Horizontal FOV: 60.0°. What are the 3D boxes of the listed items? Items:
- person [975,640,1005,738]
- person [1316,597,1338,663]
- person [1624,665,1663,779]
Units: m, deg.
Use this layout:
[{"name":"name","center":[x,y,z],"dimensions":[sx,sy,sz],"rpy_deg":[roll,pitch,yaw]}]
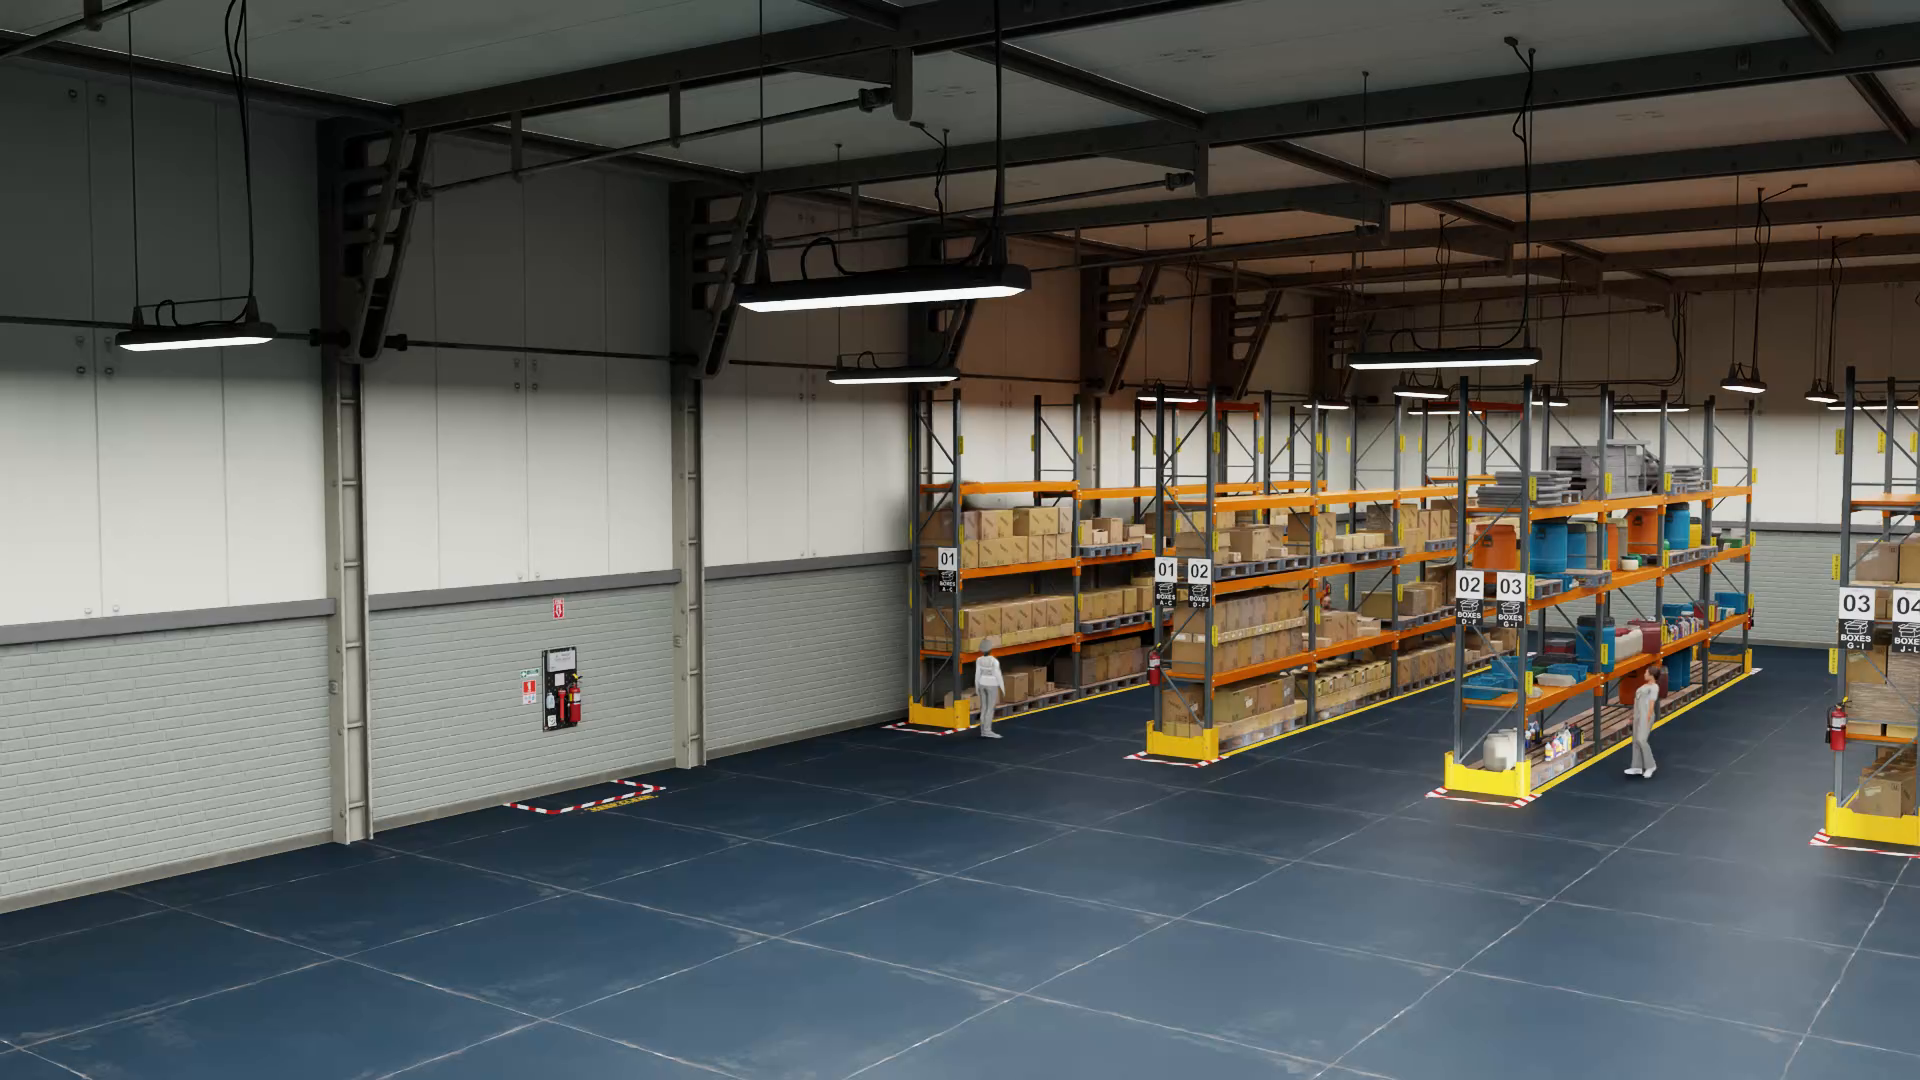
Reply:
[{"name":"person","center":[0.476,2.537,28.469],"dimensions":[0.537,1.686,0.468],"rpy_deg":[3,4,42]},{"name":"person","center":[7.922,2.128,35.969],"dimensions":[0.658,1.805,0.919],"rpy_deg":[2,4,36]},{"name":"person","center":[10.346,2.737,25.204],"dimensions":[0.542,1.687,0.502],"rpy_deg":[-1,3,-11]}]
